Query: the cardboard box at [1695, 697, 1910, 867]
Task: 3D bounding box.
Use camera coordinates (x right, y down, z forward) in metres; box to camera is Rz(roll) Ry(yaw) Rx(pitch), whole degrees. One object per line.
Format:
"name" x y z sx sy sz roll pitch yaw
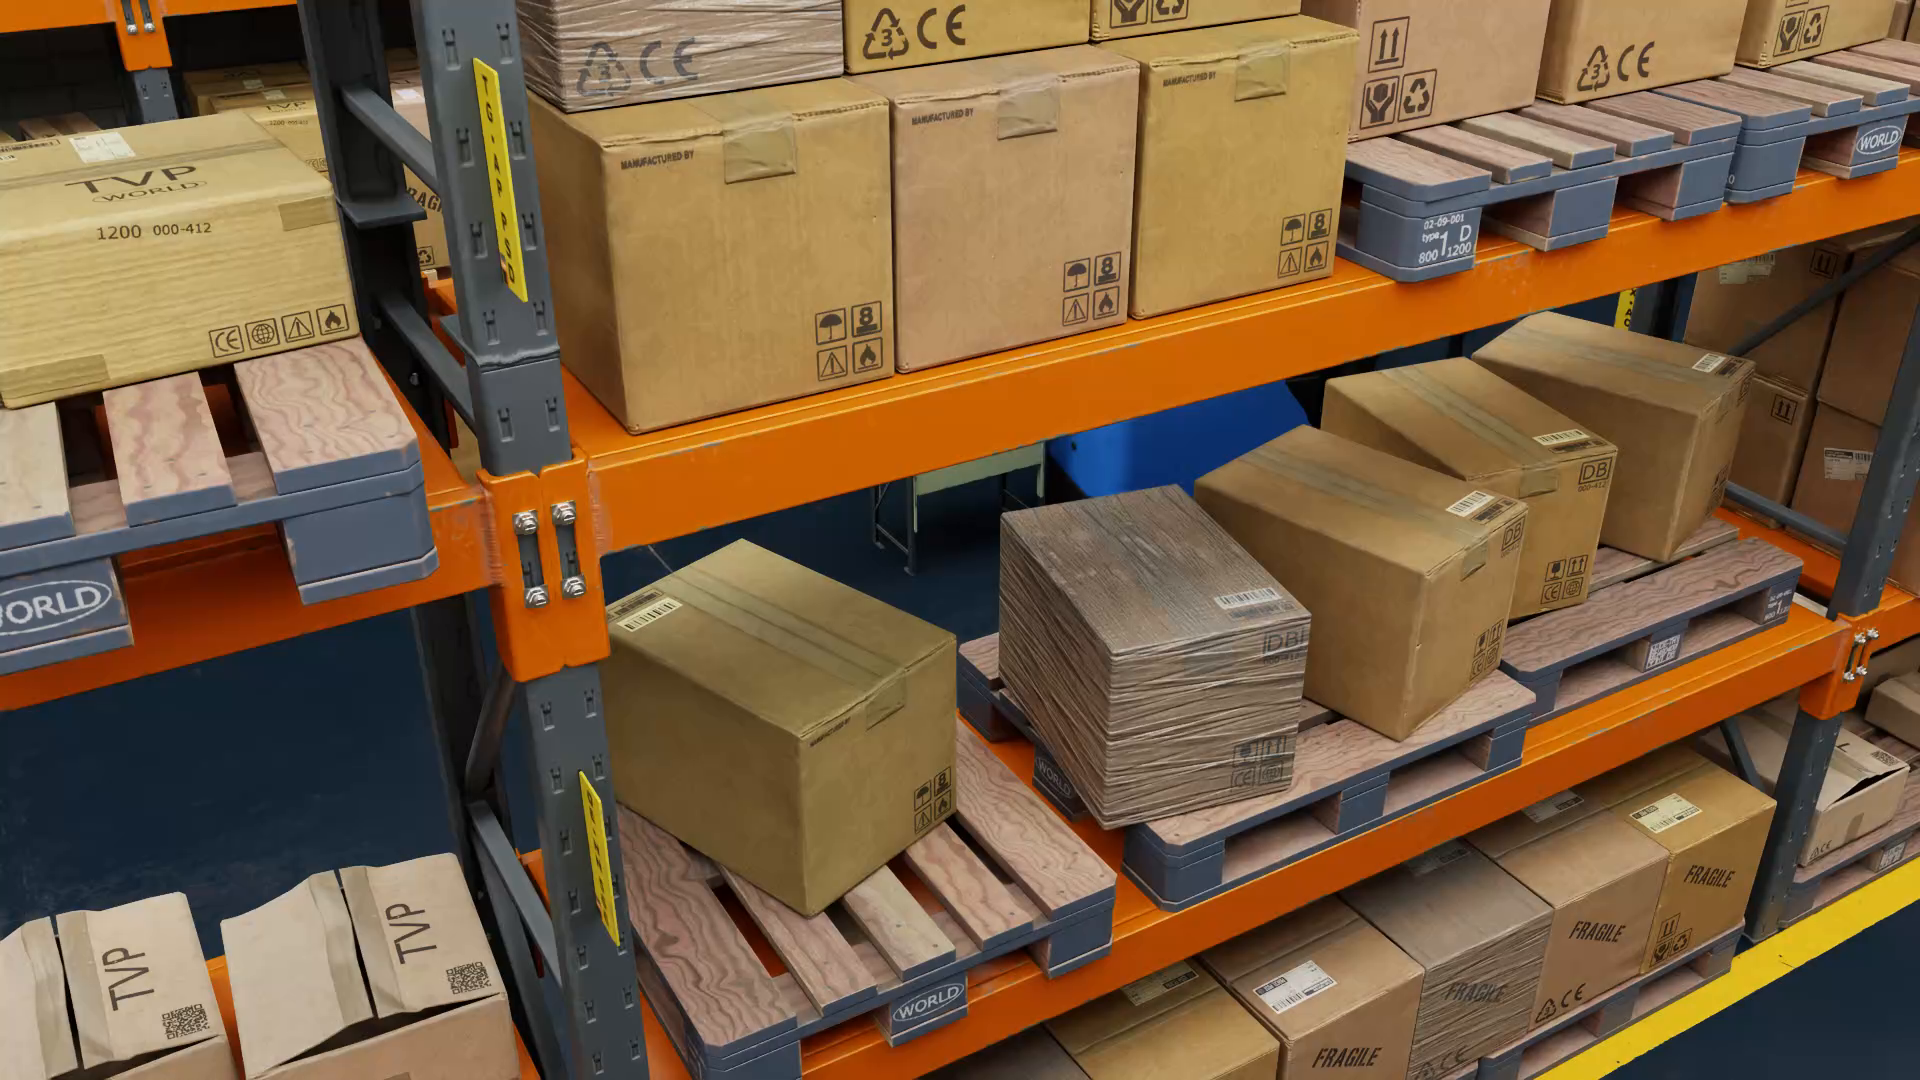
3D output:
"cardboard box" 3.002 0.833 5.964 0.500 0.311 0.500 -16 33 -26

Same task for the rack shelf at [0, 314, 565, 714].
"rack shelf" -2.643 0.331 2.186 4.000 0.370 1.077 -16 33 -26

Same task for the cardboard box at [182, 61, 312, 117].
"cardboard box" -3.171 -1.953 7.476 0.500 0.250 0.500 -15 32 -25

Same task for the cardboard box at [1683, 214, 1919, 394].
"cardboard box" 2.835 -0.852 5.552 0.500 0.500 0.500 -16 33 -26

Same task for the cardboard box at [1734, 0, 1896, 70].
"cardboard box" 2.059 -1.631 4.356 0.600 0.600 0.600 -19 34 -31

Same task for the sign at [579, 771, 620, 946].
"sign" -0.634 0.563 2.926 0.005 0.325 0.100 -16 33 -26

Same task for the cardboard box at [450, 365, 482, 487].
"cardboard box" -2.731 -0.591 8.006 0.750 0.750 0.750 -16 33 -27

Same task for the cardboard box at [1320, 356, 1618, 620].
"cardboard box" 1.448 -0.149 4.878 0.500 0.500 0.700 -11 31 -19

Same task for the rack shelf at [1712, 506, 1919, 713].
"rack shelf" 4.255 -0.314 6.459 4.000 0.370 1.077 -16 33 -26

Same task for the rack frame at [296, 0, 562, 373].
"rack frame" -0.918 -1.787 2.174 0.127 3.000 1.000 -16 33 -26

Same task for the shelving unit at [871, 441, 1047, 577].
"shelving unit" -0.006 -0.655 7.885 0.755 1.500 0.431 -16 33 -26

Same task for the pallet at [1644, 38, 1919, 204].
"pallet" 1.933 -1.240 4.482 1.003 0.211 1.213 -16 33 -26

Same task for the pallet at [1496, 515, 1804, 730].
"pallet" 1.786 0.095 5.172 1.213 0.211 1.003 -16 33 -26

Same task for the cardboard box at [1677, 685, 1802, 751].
"cardboard box" 2.878 0.505 6.362 0.500 0.500 0.500 -16 33 -26

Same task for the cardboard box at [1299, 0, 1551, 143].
"cardboard box" 0.910 -1.304 3.762 0.600 0.600 0.600 -17 33 -28

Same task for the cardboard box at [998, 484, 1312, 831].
"cardboard box" 0.453 0.267 4.124 0.500 0.500 0.700 -10 30 -17

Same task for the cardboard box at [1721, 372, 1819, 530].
"cardboard box" 2.831 -0.412 5.789 0.500 0.500 0.500 -15 32 -26

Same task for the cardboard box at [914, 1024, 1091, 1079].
"cardboard box" 0.068 1.619 4.344 0.500 0.500 0.500 -17 33 -28

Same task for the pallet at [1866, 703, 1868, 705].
"pallet" 4.176 0.613 6.920 1.213 0.211 1.003 -16 33 -26

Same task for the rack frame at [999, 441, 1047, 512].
"rack frame" 0.310 -0.745 8.047 0.023 1.500 0.400 -16 33 -26

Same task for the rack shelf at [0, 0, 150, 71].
"rack shelf" -5.155 -1.732 5.923 4.000 0.370 1.077 -16 33 -26

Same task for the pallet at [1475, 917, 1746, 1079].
"pallet" 1.848 1.297 5.682 1.213 0.211 1.003 -16 33 -26

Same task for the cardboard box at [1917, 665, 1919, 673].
"cardboard box" 4.148 0.299 6.732 0.637 0.503 0.797 -16 33 -26

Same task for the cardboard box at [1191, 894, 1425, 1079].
"cardboard box" 0.950 1.368 4.798 0.500 0.500 0.500 -17 33 -28

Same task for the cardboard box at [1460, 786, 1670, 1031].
"cardboard box" 1.820 1.120 5.247 0.500 0.500 0.500 -16 33 -26

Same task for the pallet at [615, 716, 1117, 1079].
"pallet" -0.369 0.729 4.024 1.003 0.211 1.213 -16 33 -26

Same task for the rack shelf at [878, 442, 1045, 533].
"rack shelf" -0.006 -0.370 8.042 0.720 0.370 0.431 -16 33 -26

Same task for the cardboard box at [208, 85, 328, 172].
"cardboard box" -2.884 -1.745 7.099 0.500 0.250 0.500 -15 32 -25

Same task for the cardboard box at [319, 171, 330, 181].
"cardboard box" -2.883 -1.418 7.283 0.500 0.500 0.500 -15 32 -25

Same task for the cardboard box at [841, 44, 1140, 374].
"cardboard box" -0.119 -0.763 3.320 0.500 0.500 0.910 -16 33 -26

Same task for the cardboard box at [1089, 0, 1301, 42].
"cardboard box" 0.341 -1.309 3.274 0.500 0.500 0.500 -16 33 -26

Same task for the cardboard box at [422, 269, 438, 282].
"cardboard box" -2.536 -1.194 7.548 0.250 0.149 0.380 -15 32 -25

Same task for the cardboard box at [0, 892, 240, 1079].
"cardboard box" -1.787 1.017 3.395 0.500 0.311 0.500 -16 33 -27

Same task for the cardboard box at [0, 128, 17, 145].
"cardboard box" -3.983 -1.561 6.745 0.250 0.149 0.380 -22 36 -34

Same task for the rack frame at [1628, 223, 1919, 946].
"rack frame" 2.531 -0.139 5.398 0.127 3.000 1.000 -16 33 -26

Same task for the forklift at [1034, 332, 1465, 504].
"forklift" 1.962 -1.556 8.036 3.031 2.935 1.130 -9 30 -16

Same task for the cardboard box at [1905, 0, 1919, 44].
"cardboard box" 3.075 -1.403 4.738 0.500 0.250 0.500 -16 33 -26

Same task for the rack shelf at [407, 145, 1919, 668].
"rack shelf" 0.806 -0.648 3.960 4.000 0.370 1.077 -16 33 -26

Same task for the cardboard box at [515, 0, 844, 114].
"cardboard box" -0.539 -1.059 2.822 0.500 0.500 0.500 -16 33 -26
